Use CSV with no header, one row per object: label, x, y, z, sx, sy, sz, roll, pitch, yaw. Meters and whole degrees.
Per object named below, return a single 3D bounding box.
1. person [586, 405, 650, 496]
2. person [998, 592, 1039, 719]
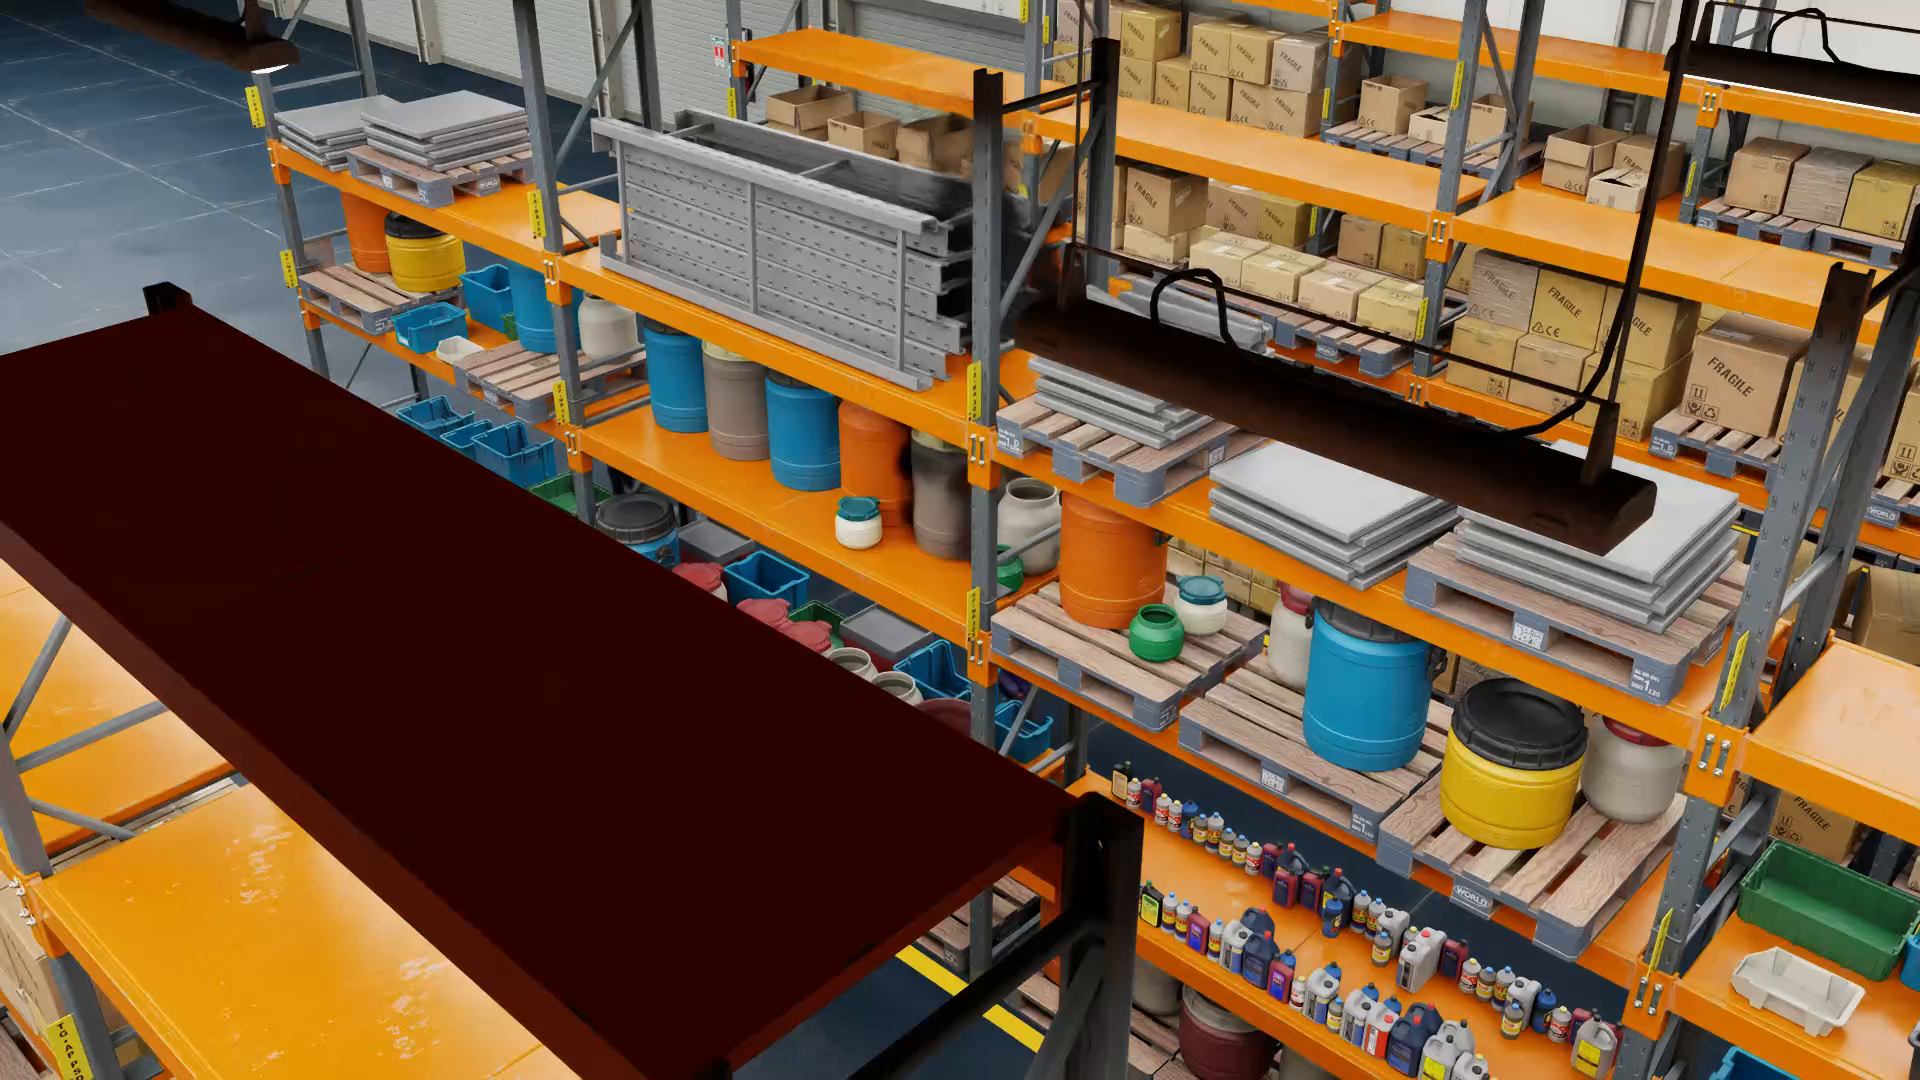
person,-3.254,-0.831,16.116,0.829,1.638,0.477,9,31,16
person,0.372,0.712,13.347,0.531,1.608,0.599,23,37,35
